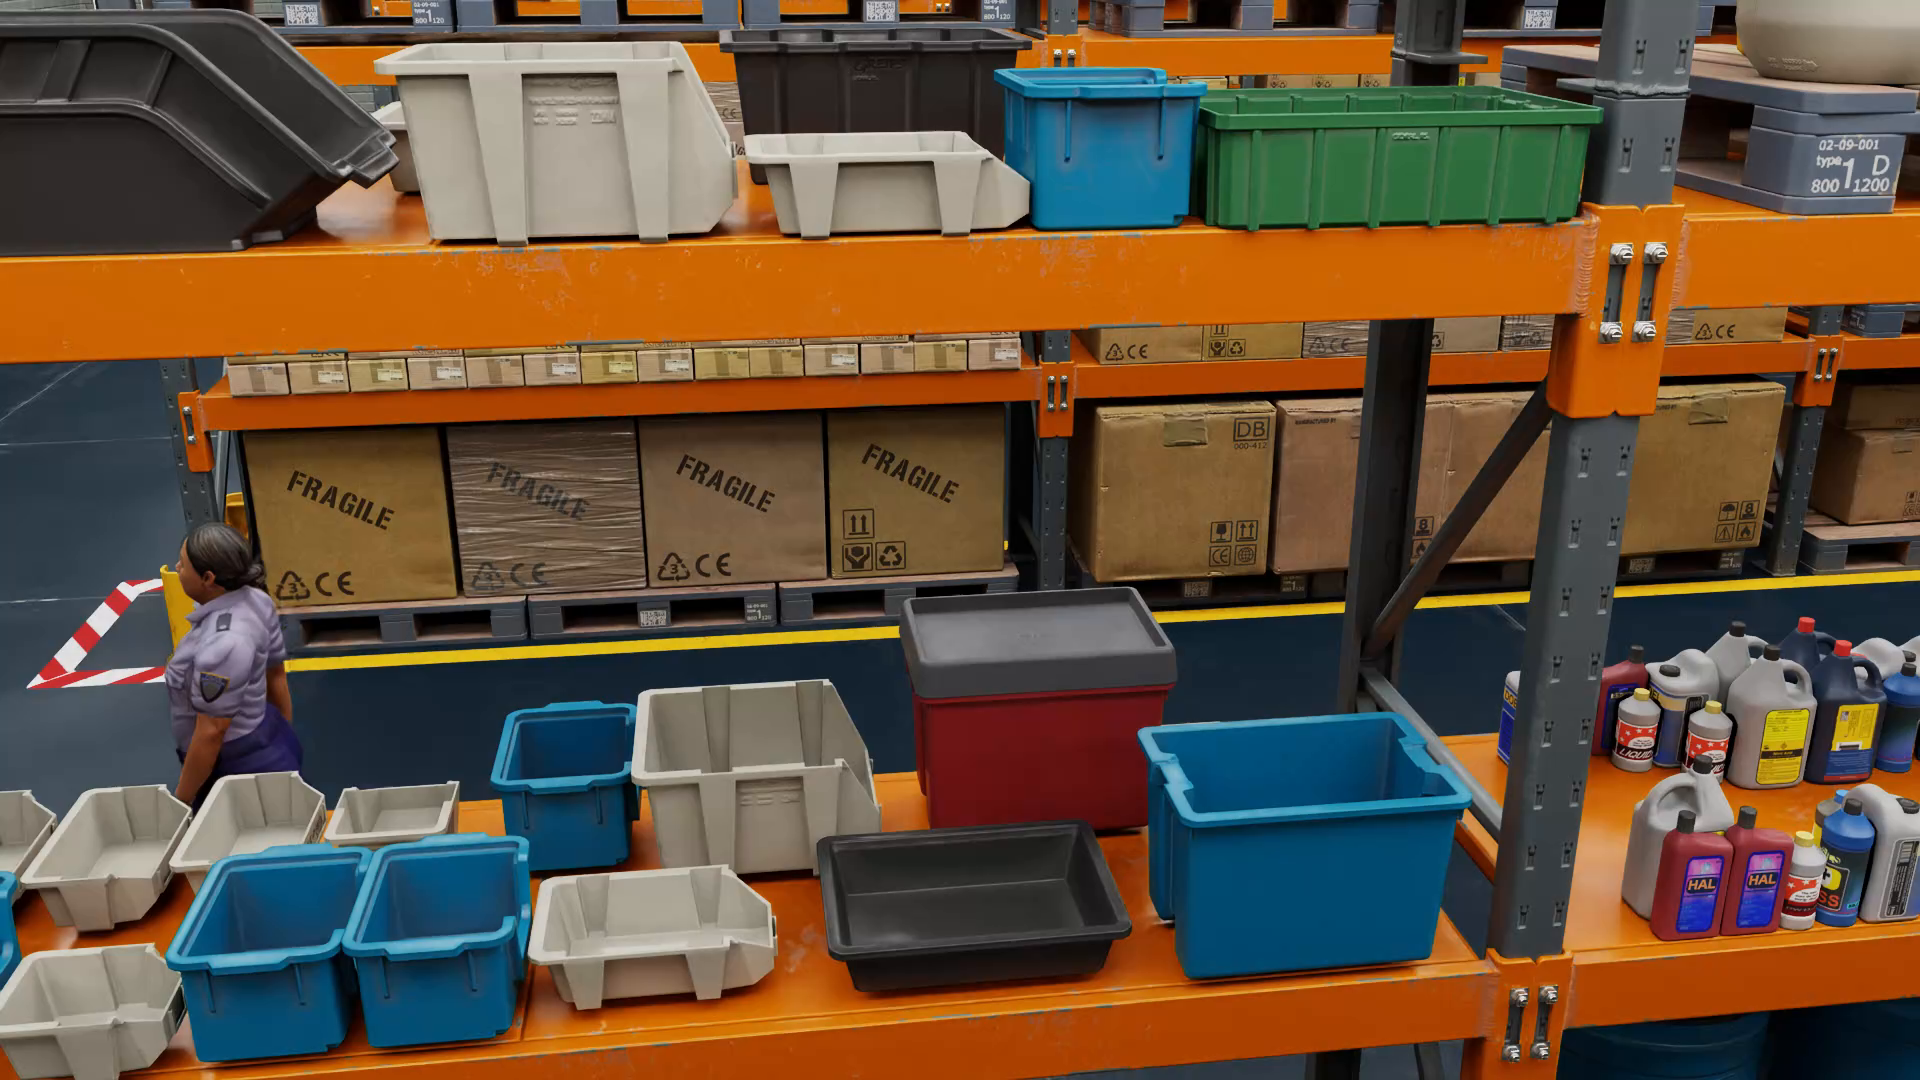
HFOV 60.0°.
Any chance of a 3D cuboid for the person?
[{"bbox_3d":[-2.236,0.766,5.079,0.601,1.697,0.478,-6,21,-16],"label":"person"}]
